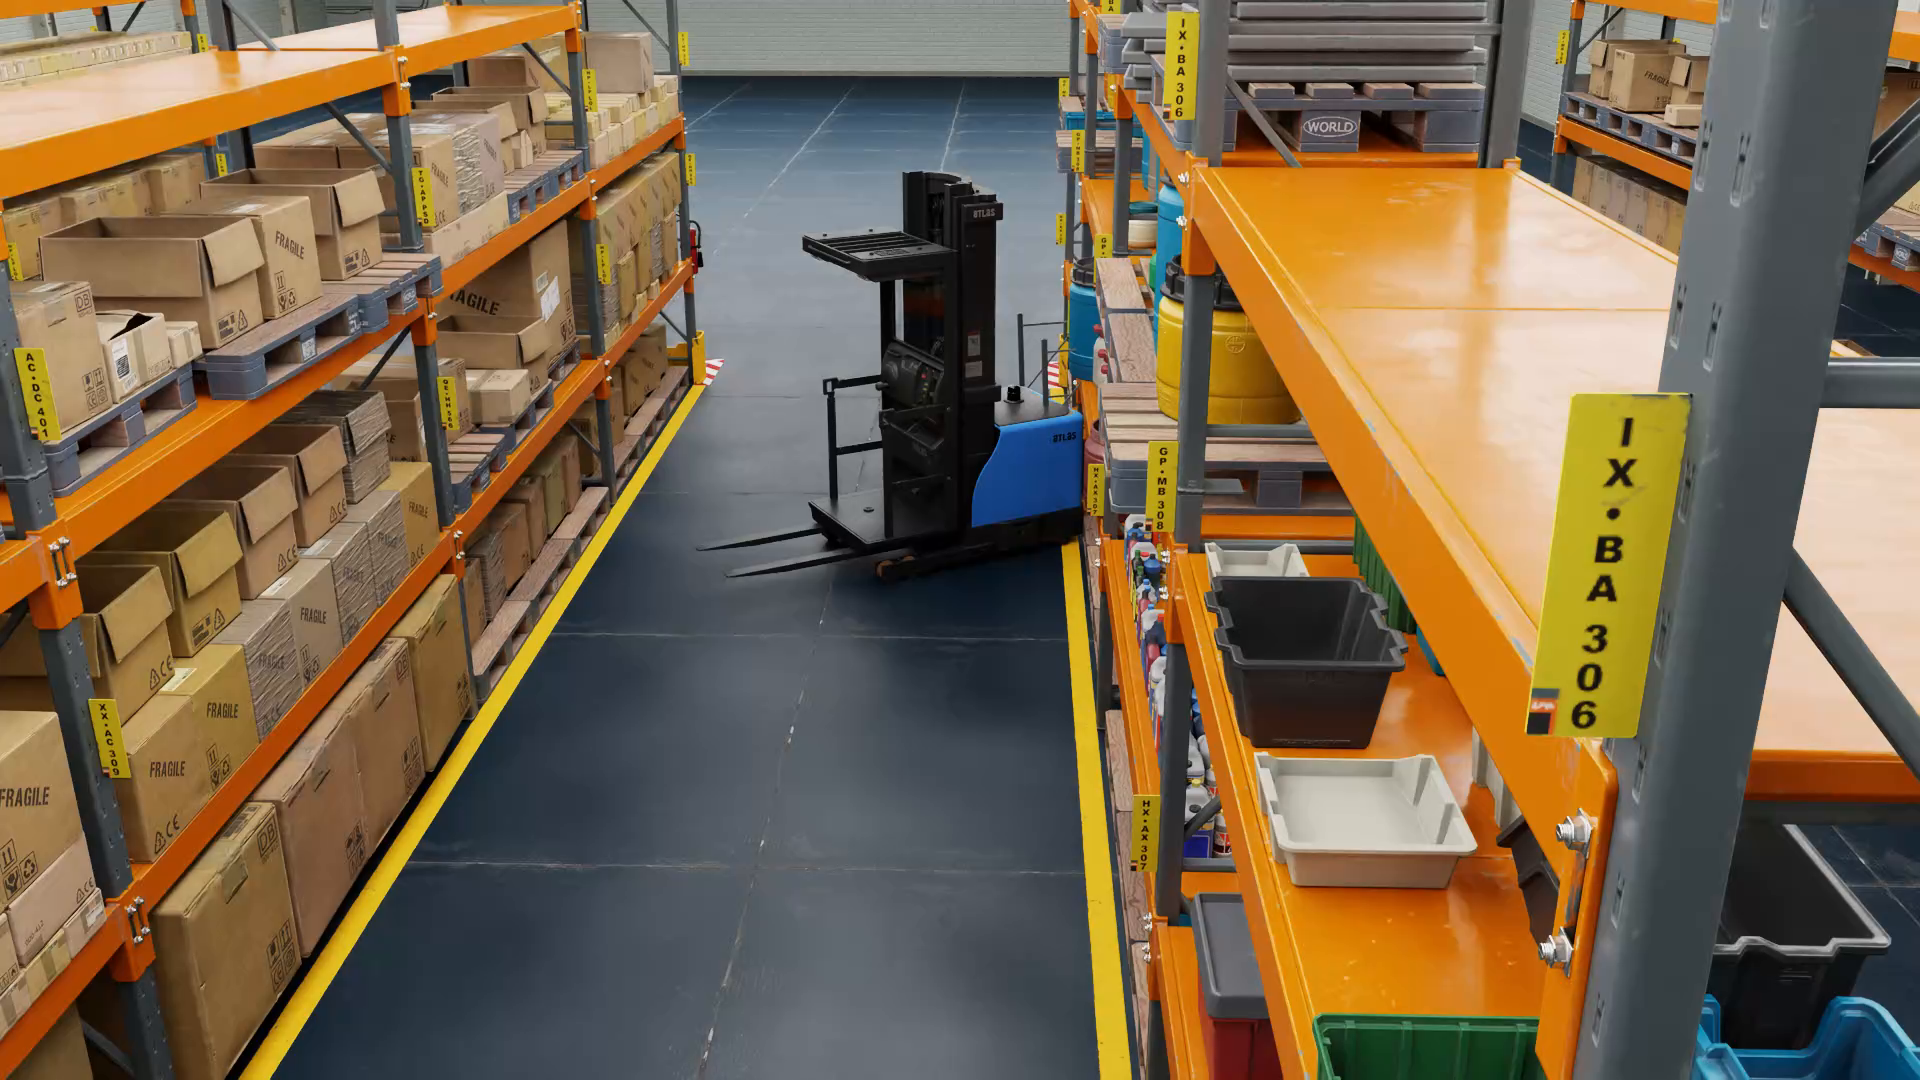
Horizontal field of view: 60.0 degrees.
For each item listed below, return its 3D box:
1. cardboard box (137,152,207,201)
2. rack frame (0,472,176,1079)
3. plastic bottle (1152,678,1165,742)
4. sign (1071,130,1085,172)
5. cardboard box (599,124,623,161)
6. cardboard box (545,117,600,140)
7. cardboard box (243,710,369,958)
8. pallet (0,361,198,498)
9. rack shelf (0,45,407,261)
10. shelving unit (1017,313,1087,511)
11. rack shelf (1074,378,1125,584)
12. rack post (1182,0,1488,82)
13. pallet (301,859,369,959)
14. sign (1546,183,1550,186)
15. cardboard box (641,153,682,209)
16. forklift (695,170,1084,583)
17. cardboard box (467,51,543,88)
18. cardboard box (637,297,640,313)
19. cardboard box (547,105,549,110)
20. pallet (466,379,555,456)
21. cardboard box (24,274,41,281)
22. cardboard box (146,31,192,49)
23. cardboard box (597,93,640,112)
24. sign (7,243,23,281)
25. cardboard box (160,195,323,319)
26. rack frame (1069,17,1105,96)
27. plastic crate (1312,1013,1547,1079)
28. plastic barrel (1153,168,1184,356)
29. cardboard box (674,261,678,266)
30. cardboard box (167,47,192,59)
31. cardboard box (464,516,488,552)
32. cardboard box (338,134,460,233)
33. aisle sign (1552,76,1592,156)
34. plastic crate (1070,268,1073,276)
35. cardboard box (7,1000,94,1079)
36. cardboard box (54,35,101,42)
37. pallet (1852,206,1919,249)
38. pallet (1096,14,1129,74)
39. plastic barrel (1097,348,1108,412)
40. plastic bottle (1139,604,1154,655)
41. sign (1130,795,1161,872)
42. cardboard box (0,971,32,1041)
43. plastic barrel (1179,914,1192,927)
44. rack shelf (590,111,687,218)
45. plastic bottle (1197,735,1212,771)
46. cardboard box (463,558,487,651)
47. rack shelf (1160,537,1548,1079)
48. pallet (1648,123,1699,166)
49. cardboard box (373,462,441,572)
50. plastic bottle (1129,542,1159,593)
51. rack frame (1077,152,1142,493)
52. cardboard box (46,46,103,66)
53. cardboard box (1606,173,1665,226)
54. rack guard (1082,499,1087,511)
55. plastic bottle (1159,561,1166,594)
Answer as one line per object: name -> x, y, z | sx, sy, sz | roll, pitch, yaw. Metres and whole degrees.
cardboard box -> -8.351, -3.696, 17.207 | 0.875, 0.550, 0.550 | 1, 21, 2
rack frame -> -3.711, 1.174, 6.358 | 1.000, 3.000, 0.127 | 1, 21, 2
plastic bottle -> 0.959, 0.777, 7.552 | 0.152, 0.276, 0.135 | 1, 21, 2
sign -> 0.933, -3.077, 13.154 | 0.100, 0.325, 0.005 | 1, 21, 2
cardboard box -> -3.187, -3.399, 14.202 | 0.500, 0.250, 0.500 | 0, 21, 1
cardboard box -> -3.150, -3.347, 13.519 | 0.380, 0.149, 0.250 | 0, 21, 0
cardboard box -> -3.685, 1.414, 8.096 | 1.225, 0.875, 0.875 | 0, 21, 0
pallet -> -3.733, -0.468, 6.705 | 0.805, 0.209, 1.217 | 0, 21, -1
rack shelf -> -3.650, -1.825, 7.339 | 1.077, 0.370, 4.000 | 1, 21, 2
shelving unit -> 0.842, -1.058, 13.831 | 0.587, 1.500, 1.083 | -5, 20, -8
rack shelf -> 1.422, -0.606, 11.938 | 1.077, 0.370, 4.000 | 1, 21, 2
rack post -> 1.296, -1.838, 5.930 | 0.937, 0.300, 0.954 | 0, 21, 1
pallet -> -3.729, 1.752, 8.723 | 1.003, 0.211, 1.213 | 1, 21, 2
sign -> 6.001, -3.504, 17.106 | 0.100, 0.325, 0.005 | 1, 21, 2
cardboard box -> -3.116, -3.615, 16.768 | 0.500, 0.500, 0.500 | 1, 21, 2
forklift -> -0.546, -1.258, 12.719 | 3.031, 2.935, 1.130 | -11, 24, -27
cardboard box -> -3.709, -3.701, 13.534 | 0.500, 0.500, 0.500 | 0, 21, 0
cardboard box -> -3.147, -2.128, 15.215 | 0.380, 0.149, 0.250 | 1, 21, 2
cardboard box -> -3.744, -3.641, 14.276 | 0.380, 0.149, 0.250 | 0, 21, 0
pallet -> -3.570, -0.899, 11.966 | 1.003, 0.211, 1.213 | 1, 21, 2
cardboard box -> -8.423, -2.014, 14.364 | 0.875, 0.550, 0.550 | 1, 21, 2
cardboard box -> -7.972, -5.026, 16.716 | 0.380, 0.149, 0.250 | 1, 21, 2
cardboard box -> -3.144, -4.007, 15.218 | 0.380, 0.149, 0.250 | 0, 21, -1
sign -> -7.880, -2.310, 13.846 | 0.100, 0.325, 0.005 | 1, 21, 2
cardboard box -> -3.474, -1.379, 8.071 | 0.500, 0.500, 0.500 | 2, 21, 5
rack frame -> 1.604, -5.908, 16.314 | 1.000, 3.000, 0.127 | 1, 21, 2
plastic crate -> 0.862, 1.015, 2.913 | 0.450, 0.188, 0.336 | 1, 21, 2
plastic barrel -> 1.139, -1.219, 7.103 | 0.600, 0.901, 0.708 | 1, 21, 2
cardboard box -> -3.149, -2.943, 17.314 | 0.380, 0.149, 0.250 | 1, 21, 2
cardboard box -> -8.036, -4.786, 16.647 | 0.500, 0.250, 0.500 | 1, 21, 2
cardboard box -> -3.593, -0.097, 11.442 | 0.500, 0.250, 0.500 | 3, 21, 8
cardboard box -> -3.318, -2.118, 9.865 | 0.500, 0.500, 0.500 | 1, 21, 2
aisle sign -> 6.251, -4.294, 16.855 | 0.394, 0.787, 0.004 | 1, 21, 2
plastic crate -> 1.256, -2.668, 16.622 | 0.298, 0.136, 0.250 | 1, 21, 2
cardboard box -> -3.811, 2.206, 6.053 | 0.875, 0.875, 0.875 | 1, 21, 2
cardboard box -> -8.645, -4.852, 16.265 | 0.380, 0.149, 0.250 | 0, 21, 1
pallet -> 6.274, -2.123, 10.969 | 1.003, 0.211, 1.213 | 2, 21, 4
pallet -> 1.308, -2.480, 8.295 | 1.213, 0.211, 1.003 | 1, 21, 2
plastic barrel -> 1.212, -1.119, 12.078 | 0.433, 0.535, 0.433 | 0, 21, 0
plastic bottle -> 0.959, 0.454, 8.390 | 0.097, 0.271, 0.097 | 0, 21, 0
sign -> 0.690, 1.092, 6.184 | 0.100, 0.325, 0.005 | 1, 21, 2
cardboard box -> -3.409, 1.590, 5.631 | 0.380, 0.149, 0.250 | 0, 21, 1
plastic barrel -> 1.295, 1.558, 7.687 | 0.600, 0.901, 0.708 | 1, 21, 2
rack shelf -> -3.407, -3.505, 15.264 | 1.077, 0.370, 4.000 | 1, 21, 2
plastic bottle -> 1.084, 0.917, 7.088 | 0.144, 0.351, 0.185 | 1, 21, 2
cardboard box -> -3.589, 0.445, 11.083 | 0.700, 0.500, 0.500 | 0, 21, -1
rack shelf -> 1.179, 0.888, 3.941 | 1.077, 0.370, 4.000 | 1, 21, 2
pallet -> 6.434, -3.274, 13.797 | 1.003, 0.211, 1.213 | 1, 21, 2
cardboard box -> -3.357, -0.138, 9.600 | 0.500, 0.500, 0.500 | 1, 21, 3
plastic bottle -> 1.011, 0.160, 9.142 | 0.152, 0.276, 0.135 | 1, 21, 2
rack frame -> 1.483, -1.664, 13.672 | 1.000, 3.000, 0.127 | 1, 21, 2
cardboard box -> -8.025, -4.383, 15.059 | 0.380, 0.149, 0.250 | 1, 21, 1
cardboard box -> 6.502, -3.146, 15.559 | 0.700, 0.500, 0.500 | 1, 21, 2
rack guard -> 0.946, -0.307, 13.577 | 0.587, 0.250, 0.087 | -5, 20, -8
plastic bottle -> 1.136, 0.189, 9.169 | 0.097, 0.201, 0.097 | 0, 21, 0
